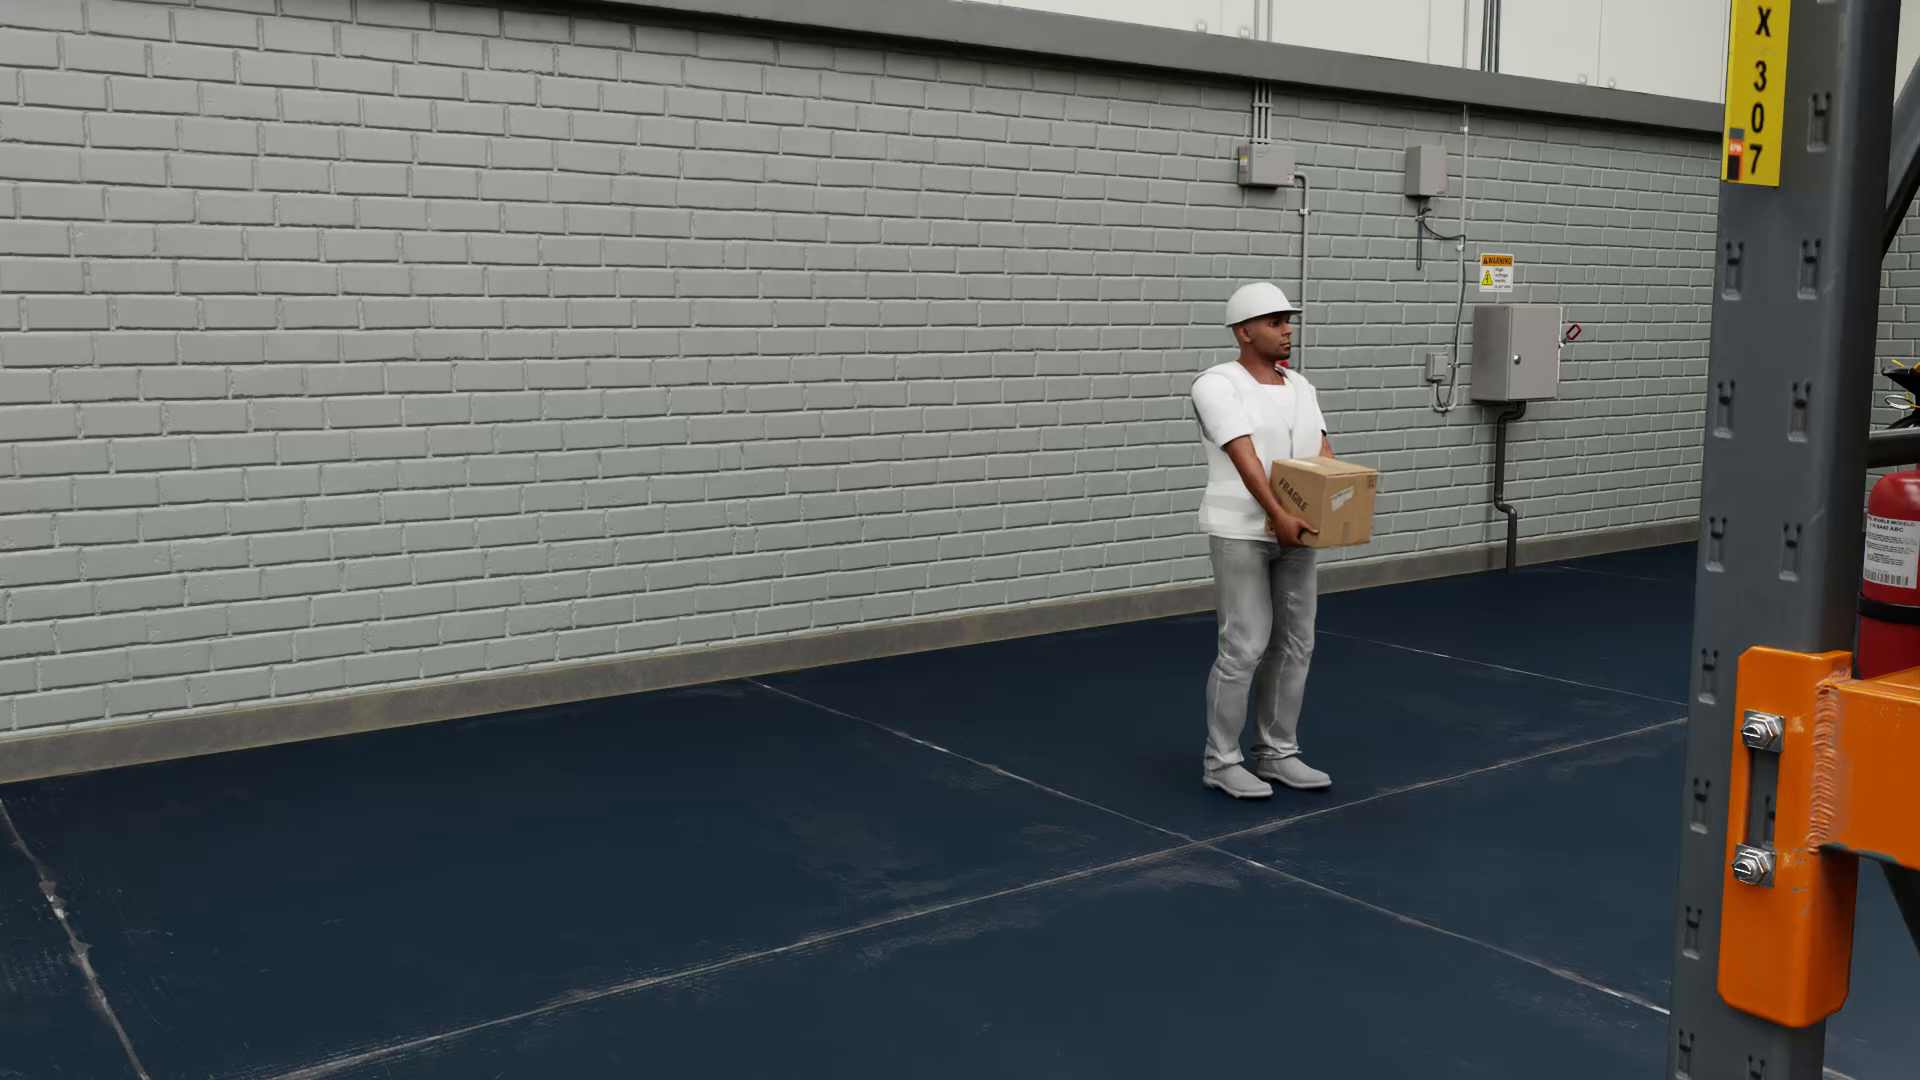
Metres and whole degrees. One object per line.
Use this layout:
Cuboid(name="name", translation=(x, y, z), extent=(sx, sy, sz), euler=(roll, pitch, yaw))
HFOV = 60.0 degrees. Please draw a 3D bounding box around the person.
Cuboid(name="person", translation=(1.114, 0.001, 5.728), extent=(0.504, 1.760, 0.585), euler=(-5, 9, -35))
